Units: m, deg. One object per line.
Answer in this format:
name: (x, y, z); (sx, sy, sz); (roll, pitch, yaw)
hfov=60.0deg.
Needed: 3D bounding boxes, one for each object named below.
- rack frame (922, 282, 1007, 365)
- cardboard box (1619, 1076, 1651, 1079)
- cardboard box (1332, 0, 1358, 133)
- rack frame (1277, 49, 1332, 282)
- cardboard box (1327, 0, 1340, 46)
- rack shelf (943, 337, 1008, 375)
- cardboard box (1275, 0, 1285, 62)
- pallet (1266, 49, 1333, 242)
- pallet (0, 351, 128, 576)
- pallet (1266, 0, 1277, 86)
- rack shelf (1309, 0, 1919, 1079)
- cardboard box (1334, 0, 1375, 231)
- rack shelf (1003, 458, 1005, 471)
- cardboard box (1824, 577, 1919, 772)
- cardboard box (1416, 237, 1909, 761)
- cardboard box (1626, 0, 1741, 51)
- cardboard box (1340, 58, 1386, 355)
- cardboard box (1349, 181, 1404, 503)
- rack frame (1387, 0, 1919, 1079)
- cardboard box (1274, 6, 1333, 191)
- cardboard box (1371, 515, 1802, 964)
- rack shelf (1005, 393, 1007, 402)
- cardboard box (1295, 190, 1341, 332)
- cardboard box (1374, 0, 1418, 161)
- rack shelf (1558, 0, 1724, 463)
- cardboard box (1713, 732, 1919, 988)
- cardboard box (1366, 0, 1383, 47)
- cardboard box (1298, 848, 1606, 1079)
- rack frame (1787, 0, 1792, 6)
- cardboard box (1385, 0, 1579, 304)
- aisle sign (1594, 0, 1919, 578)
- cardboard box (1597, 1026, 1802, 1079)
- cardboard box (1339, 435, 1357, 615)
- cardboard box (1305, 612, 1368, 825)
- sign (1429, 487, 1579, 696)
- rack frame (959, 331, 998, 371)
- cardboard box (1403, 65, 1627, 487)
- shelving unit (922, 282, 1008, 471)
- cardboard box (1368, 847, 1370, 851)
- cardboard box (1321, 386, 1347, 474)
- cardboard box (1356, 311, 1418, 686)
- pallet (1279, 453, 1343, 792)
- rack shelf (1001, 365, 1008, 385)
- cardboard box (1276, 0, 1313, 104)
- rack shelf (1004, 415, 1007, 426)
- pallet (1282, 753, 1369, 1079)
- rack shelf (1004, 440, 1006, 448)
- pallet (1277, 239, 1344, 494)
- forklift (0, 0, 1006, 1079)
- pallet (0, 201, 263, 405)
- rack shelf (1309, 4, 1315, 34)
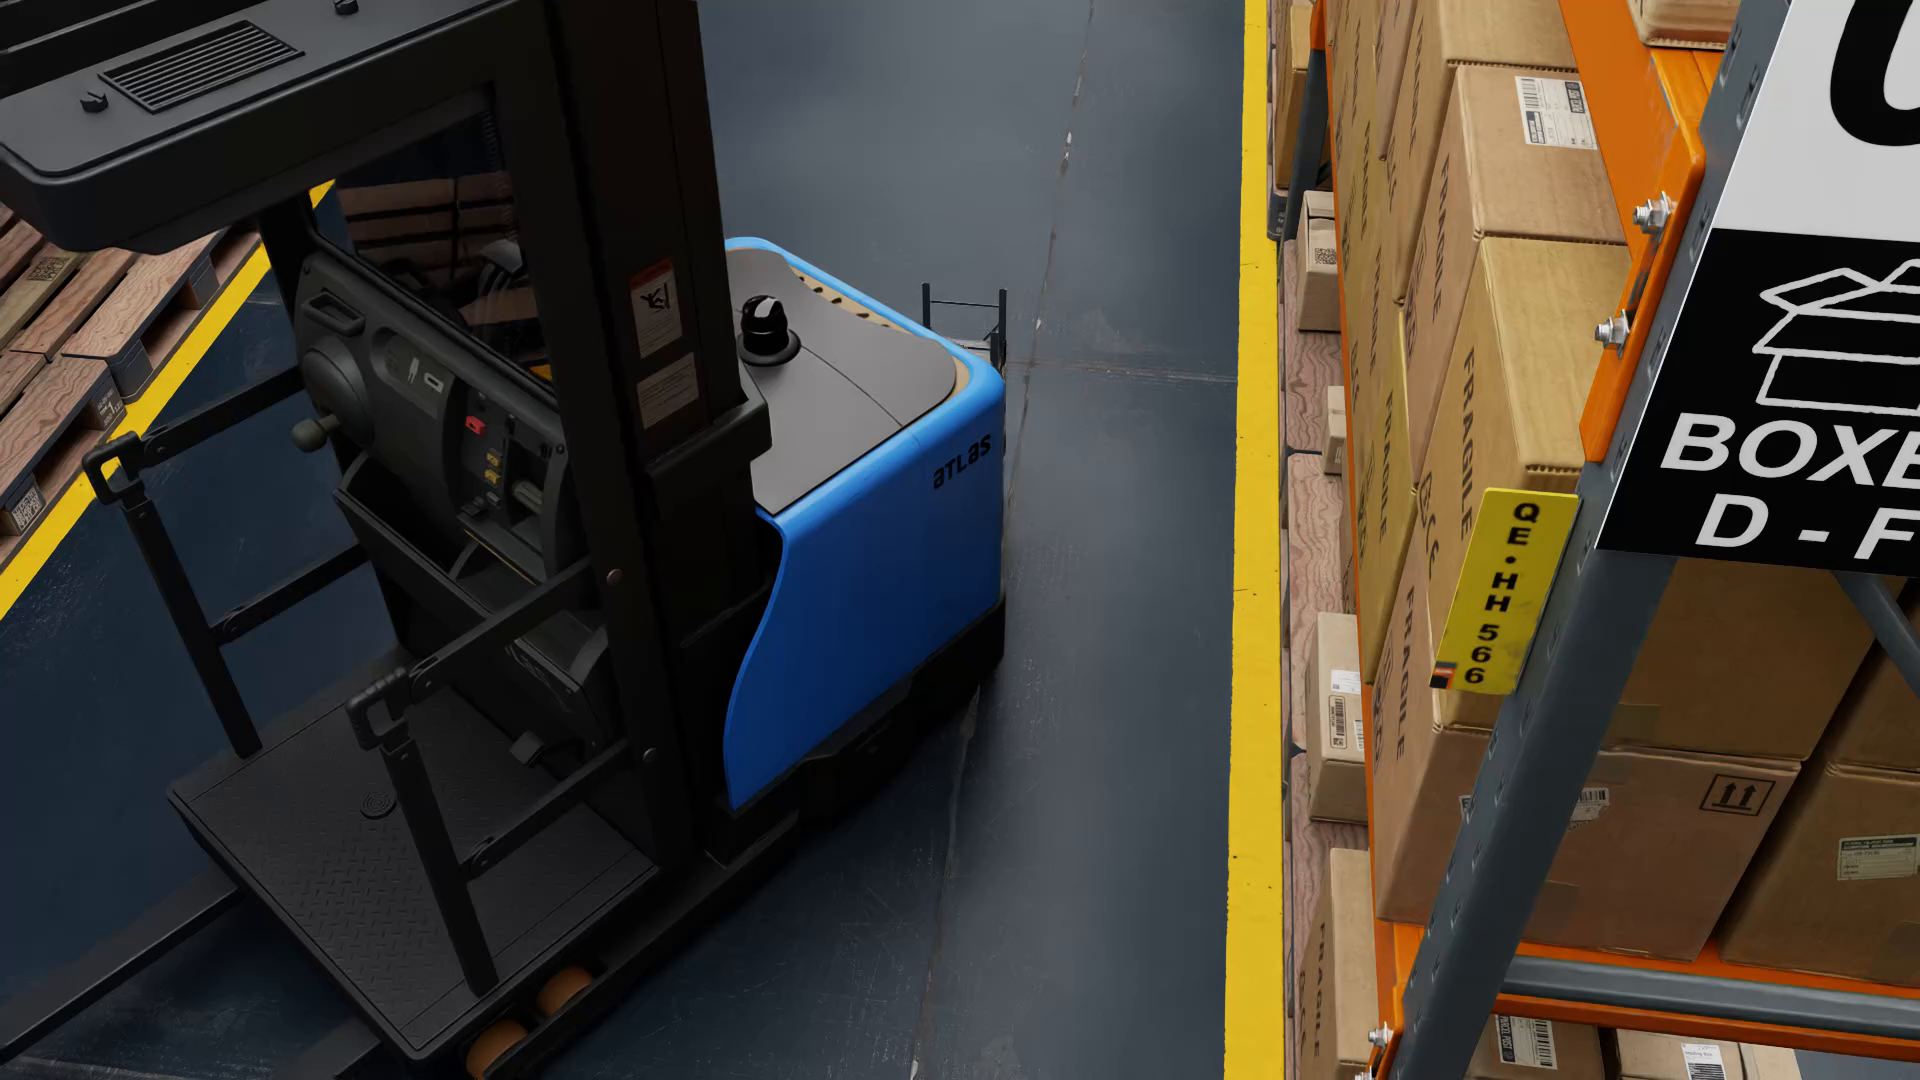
rack frame: (0.012, -0.391, 5.008); (0.240, 0.900, 0.006); (5, 44, 6)
cardboard box: (1.568, 1.287, 3.463); (0.380, 0.149, 0.250); (5, 44, 6)
cardboard box: (1.299, -1.425, 4.500); (0.500, 0.500, 0.500); (6, 44, 6)
rack frame: (1.701, -2.060, 5.244); (1.000, 3.000, 0.127); (5, 44, 6)
cardboard box: (1.364, -1.774, 4.869); (0.500, 0.500, 0.500); (6, 44, 7)
rack shelf: (-0.001, -0.493, 4.772); (0.258, 0.077, 0.200); (5, 44, 6)
cardboard box: (1.623, -2.353, 7.051); (0.500, 0.500, 0.500); (6, 44, 6)
pallet: (1.771, -1.606, 6.792); (1.003, 0.211, 1.213); (5, 44, 6)
pallet: (-3.426, -0.162, 5.268); (1.003, 0.211, 1.213); (5, 44, 6)
pallet: (1.930, -2.439, 7.673); (1.003, 0.211, 1.213); (5, 44, 6)
rack shelf: (1.437, -0.436, 4.052); (1.077, 0.370, 4.000); (5, 44, 6)
cardboard box: (1.231, -1.084, 4.141); (0.500, 0.500, 0.500); (5, 44, 5)
rack shelf: (-0.001, -0.166, 5.081); (0.258, 0.077, 0.200); (5, 44, 6)
cardboard box: (1.492, -0.012, 2.281); (0.500, 0.500, 0.500); (6, 44, 7)
cardboard box: (0.959, -0.062, 2.334); (0.500, 0.500, 0.500); (5, 44, 5)
cardboard box: (0.979, -0.743, 1.781); (0.500, 0.250, 0.500); (5, 44, 6)
cardboard box: (1.165, -0.737, 3.774); (0.500, 0.500, 0.500); (5, 44, 5)
cardboard box: (1.098, -0.394, 3.412); (0.500, 0.500, 0.500); (6, 44, 6)
rack frame: (1.172, 0.666, 2.365); (1.000, 3.000, 0.127); (5, 44, 6)
cardboard box: (1.482, -1.675, 6.335); (0.500, 0.500, 0.500); (5, 44, 5)
cardboard box: (0.962, 0.299, 2.679); (0.500, 0.500, 0.500); (6, 44, 7)
rack shelf: (-0.001, -0.362, 4.896); (0.258, 0.077, 0.200); (5, 44, 6)
cardboard box: (1.431, -0.977, 5.736); (0.500, 0.311, 0.500); (5, 44, 6)
cardboard box: (1.156, -1.110, 3.441); (0.500, 0.500, 0.500); (6, 44, 7)
rack shelf: (1.437, -1.525, 3.021); (1.077, 0.370, 4.000); (5, 44, 6)
cardboard box: (1.492, 0.351, 2.625); (0.500, 0.500, 0.500); (6, 44, 6)
cardboard box: (1.224, -1.462, 3.813); (0.500, 0.500, 0.500); (4, 44, 4)
cardboard box: (1.000, 1.021, 3.488); (0.500, 0.500, 0.500); (5, 44, 6)
rack frame: (1.172, -1.513, 0.303); (1.000, 3.000, 0.127); (5, 44, 6)
cardboard box: (1.089, -0.760, 3.071); (0.500, 0.500, 0.500); (6, 44, 7)
aisle sign: (0.860, -0.260, 1.452); (0.394, 0.787, 0.004); (5, 44, 6)
cardboard box: (1.601, 1.110, 3.637); (0.380, 0.166, 0.250); (5, 44, 6)
cardboard box: (1.458, -0.033, 4.599); (0.797, 0.503, 0.637); (5, 44, 6)
cardboard box: (1.155, 0.467, 4.255); (0.500, 0.250, 0.500); (5, 44, 6)
sign: (0.625, 0.066, 1.926); (0.100, 0.325, 0.005); (5, 44, 6)
rack frame: (-0.015, -0.252, 4.862); (0.240, 0.900, 0.006); (5, 44, 6)
cardboard box: (1.025, -0.406, 2.698); (0.500, 0.500, 0.500); (6, 44, 7)
shelving unit: (-0.001, -0.321, 4.935); (0.258, 0.900, 0.210); (5, 44, 6)
cardboard box: (1.143, 0.874, 3.886); (0.380, 0.166, 0.250); (5, 44, 6)
cardboard box: (1.327, -0.334, 5.162); (0.380, 0.166, 0.250); (5, 44, 6)
cardboard box: (1.027, -0.054, 3.053); (0.500, 0.500, 0.500); (6, 44, 6)
pallet: (1.451, 0.254, 4.828); (1.003, 0.211, 1.213); (5, 44, 6)
rack shelf: (-0.001, -0.428, 4.834); (0.258, 0.077, 0.200); (5, 44, 6)
cardboard box: (1.556, -2.011, 6.690); (0.500, 0.500, 0.500); (5, 44, 6)
rack shelf: (-0.001, -0.297, 4.958); (0.258, 0.077, 0.200); (5, 44, 6)
pallet: (1.287, 1.083, 3.953); (1.003, 0.211, 1.213); (5, 44, 6)
rack shelf: (-0.001, -0.232, 5.020); (0.258, 0.077, 0.200); (5, 44, 6)
pallet: (1.609, -0.580, 5.709); (1.003, 0.211, 1.213); (5, 44, 6)
forklift: (-1.238, -0.180, 3.308); (1.130, 2.935, 3.031); (32, 52, 29)
pallet: (-3.267, -0.996, 6.148); (1.003, 0.211, 1.213); (5, 44, 6)
rack shelf: (1.966, -3.162, 6.931); (1.077, 0.370, 4.000); (5, 44, 6)
